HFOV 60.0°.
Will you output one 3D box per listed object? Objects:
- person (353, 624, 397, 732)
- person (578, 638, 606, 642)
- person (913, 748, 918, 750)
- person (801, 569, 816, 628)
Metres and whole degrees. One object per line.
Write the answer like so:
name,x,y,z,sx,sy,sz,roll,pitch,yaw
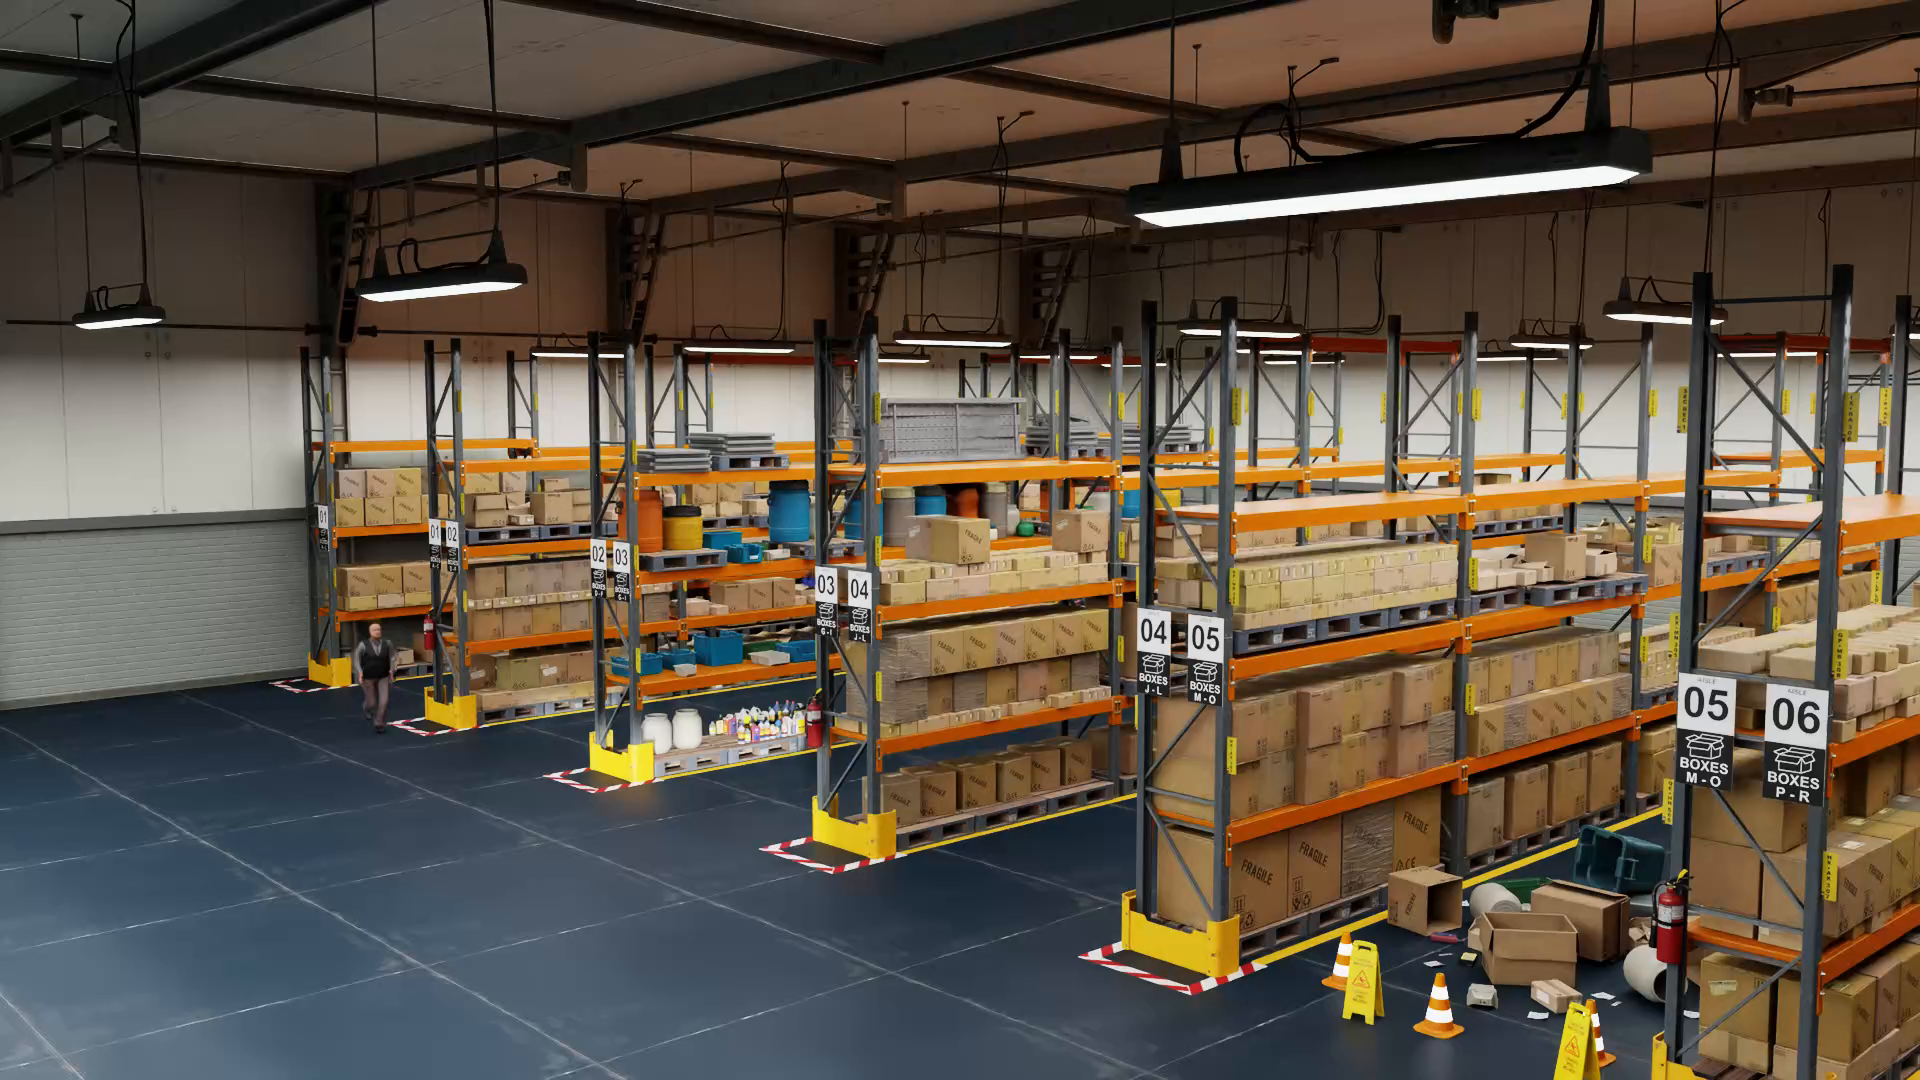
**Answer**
person,-8.977,2.098,25.488,0.618,1.669,0.638,-3,6,-29
person,-6.762,1.718,30.681,0.655,1.624,0.997,2,6,26
person,-0.825,2.235,23.761,0.704,1.648,0.956,3,6,33
person,-3.008,1.361,33.870,0.524,1.715,0.848,5,7,43
